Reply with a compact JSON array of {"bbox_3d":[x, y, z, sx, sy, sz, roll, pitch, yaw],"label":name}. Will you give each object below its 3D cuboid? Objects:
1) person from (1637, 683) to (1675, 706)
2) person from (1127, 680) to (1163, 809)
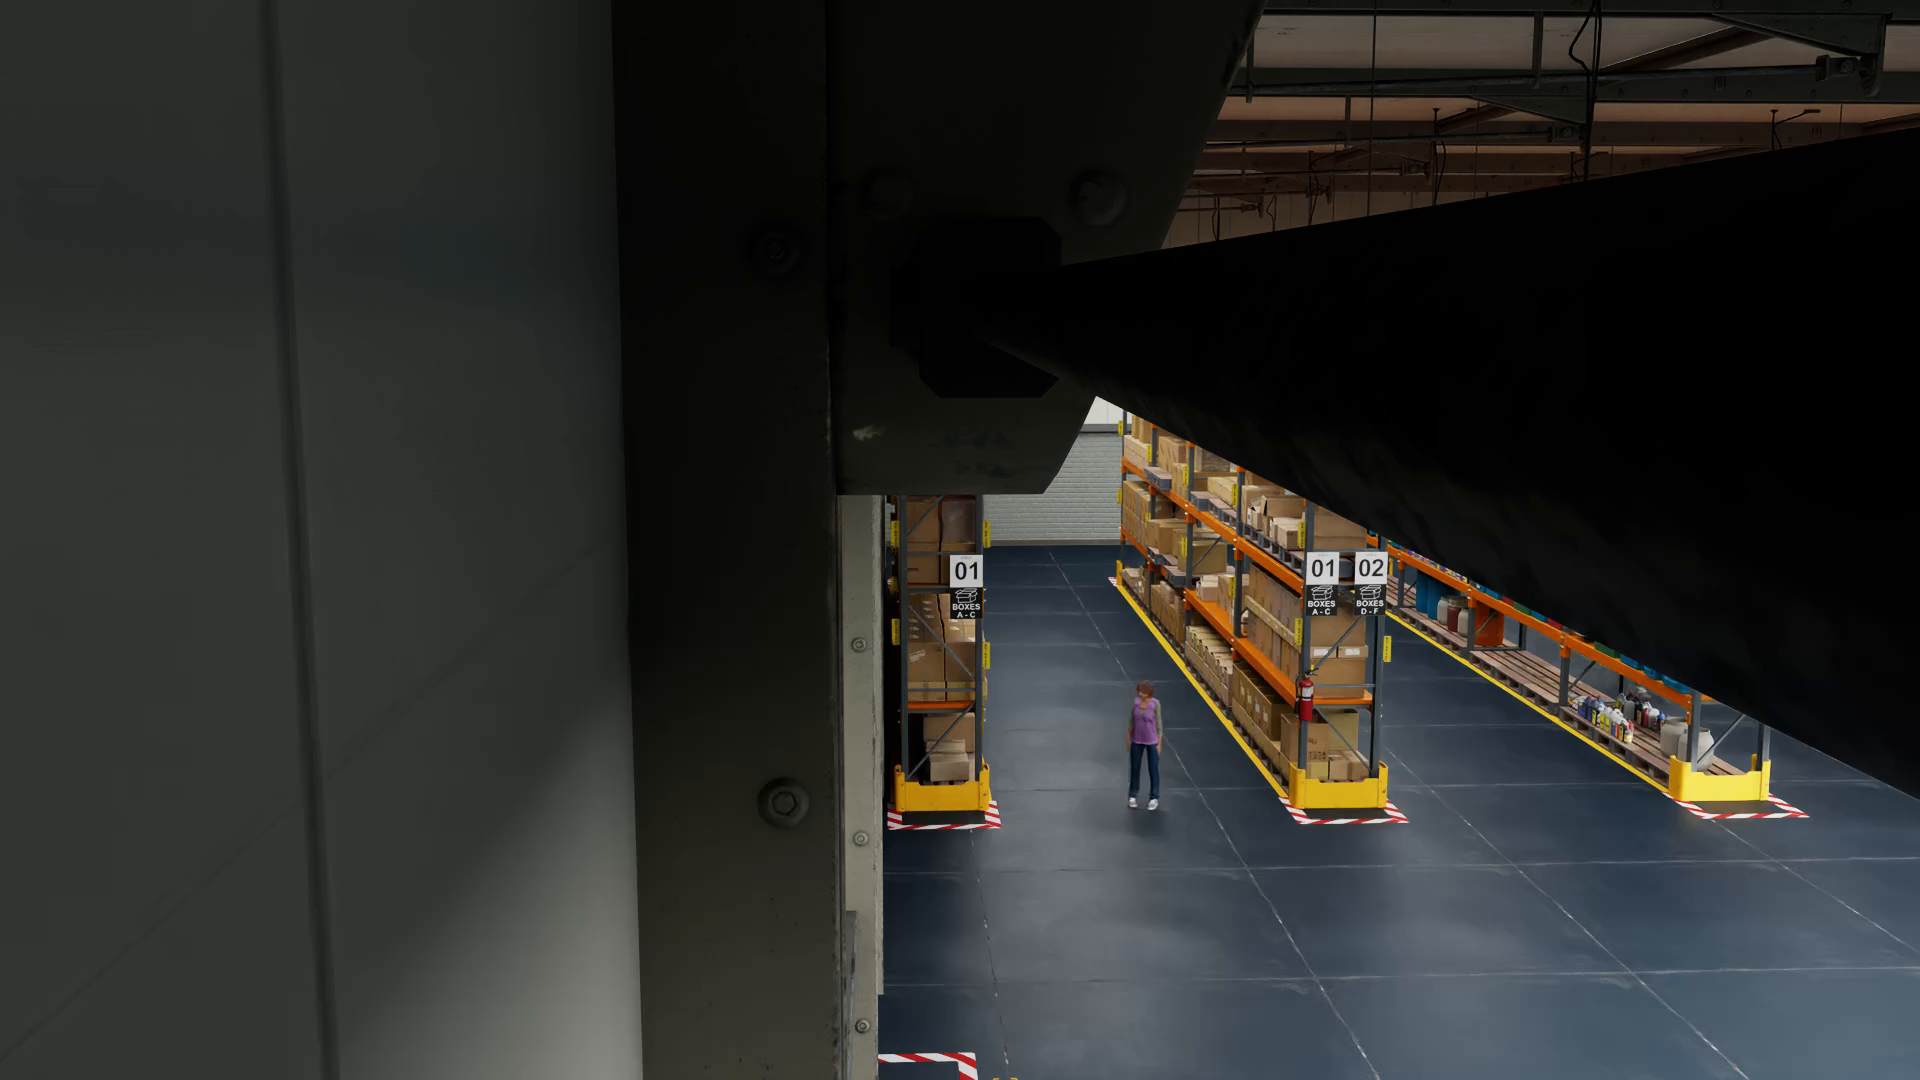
[{"bbox_3d":[10.787,1.649,25.919,0.649,1.809,0.580,0,8,3],"label":"person"},{"bbox_3d":[2.274,2.516,20.571,0.459,1.603,0.372,4,9,26],"label":"person"}]
